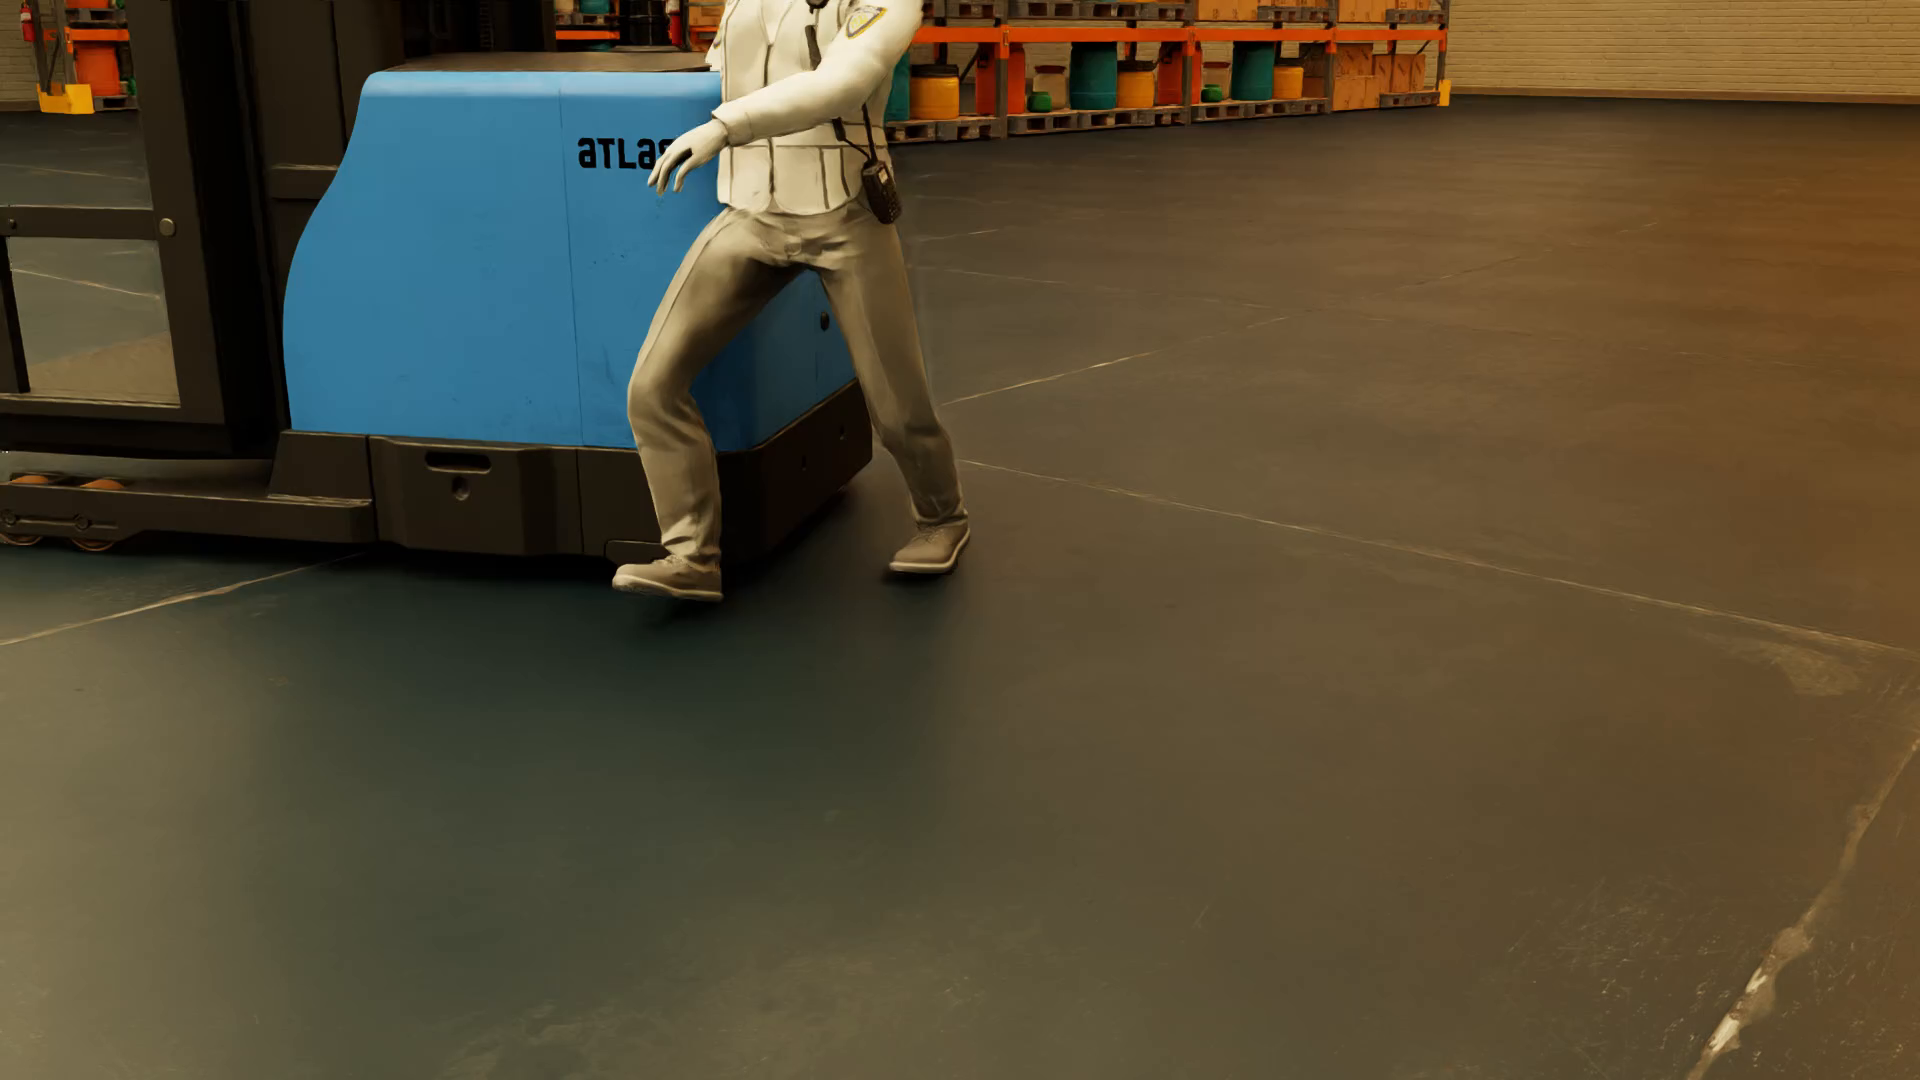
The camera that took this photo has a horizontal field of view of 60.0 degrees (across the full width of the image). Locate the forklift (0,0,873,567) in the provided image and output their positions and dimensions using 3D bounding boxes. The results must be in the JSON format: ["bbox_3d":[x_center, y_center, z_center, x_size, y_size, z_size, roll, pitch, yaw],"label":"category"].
[{"bbox_3d":[-1.803,-1.520,3.902,3.031,2.935,1.130,4,17,12],"label":"forklift"}]

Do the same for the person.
[{"bbox_3d":[-0.382,-0.632,3.346,0.644,1.574,0.818,7,18,23],"label":"person"}]
